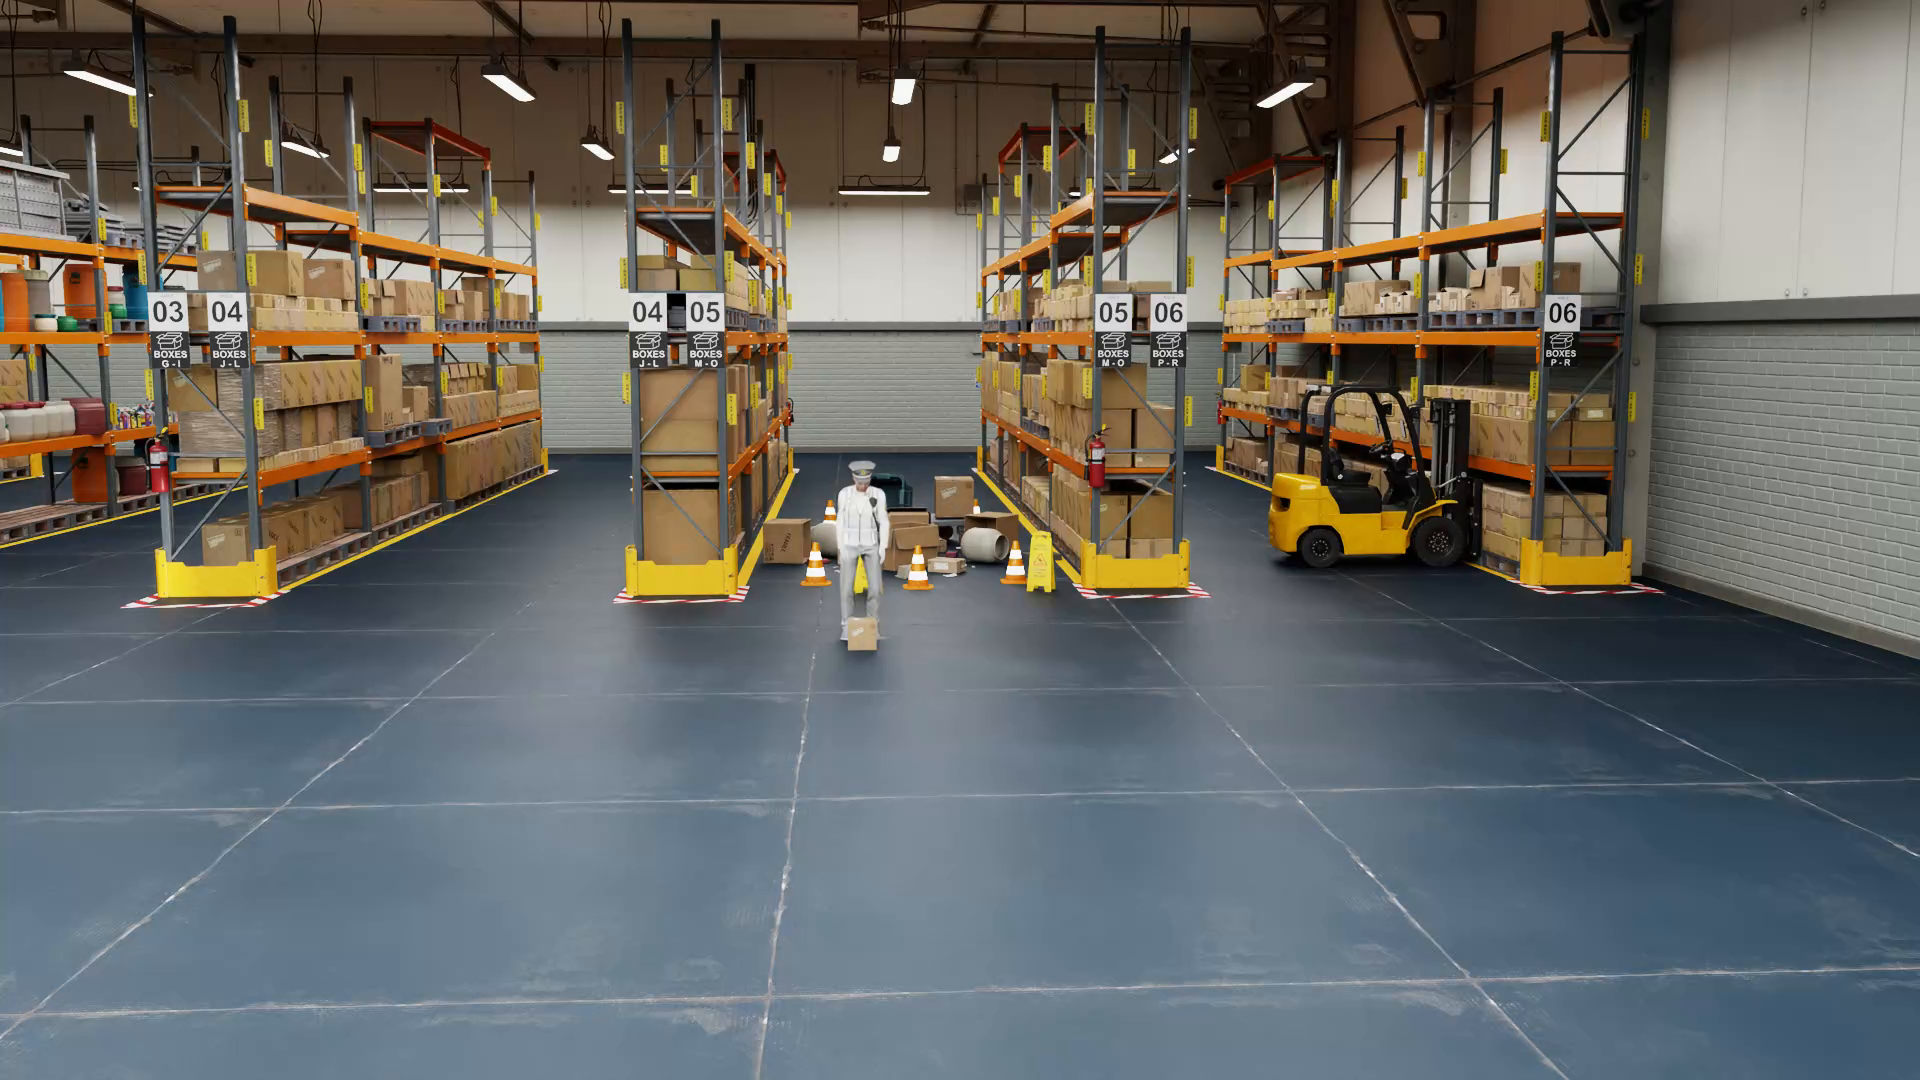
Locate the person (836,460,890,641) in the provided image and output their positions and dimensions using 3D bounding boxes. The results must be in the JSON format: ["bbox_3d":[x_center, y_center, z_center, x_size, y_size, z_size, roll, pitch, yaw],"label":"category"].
[{"bbox_3d":[-0.883,0.095,15.119,0.492,1.642,0.412,0,7,-2],"label":"person"}]
